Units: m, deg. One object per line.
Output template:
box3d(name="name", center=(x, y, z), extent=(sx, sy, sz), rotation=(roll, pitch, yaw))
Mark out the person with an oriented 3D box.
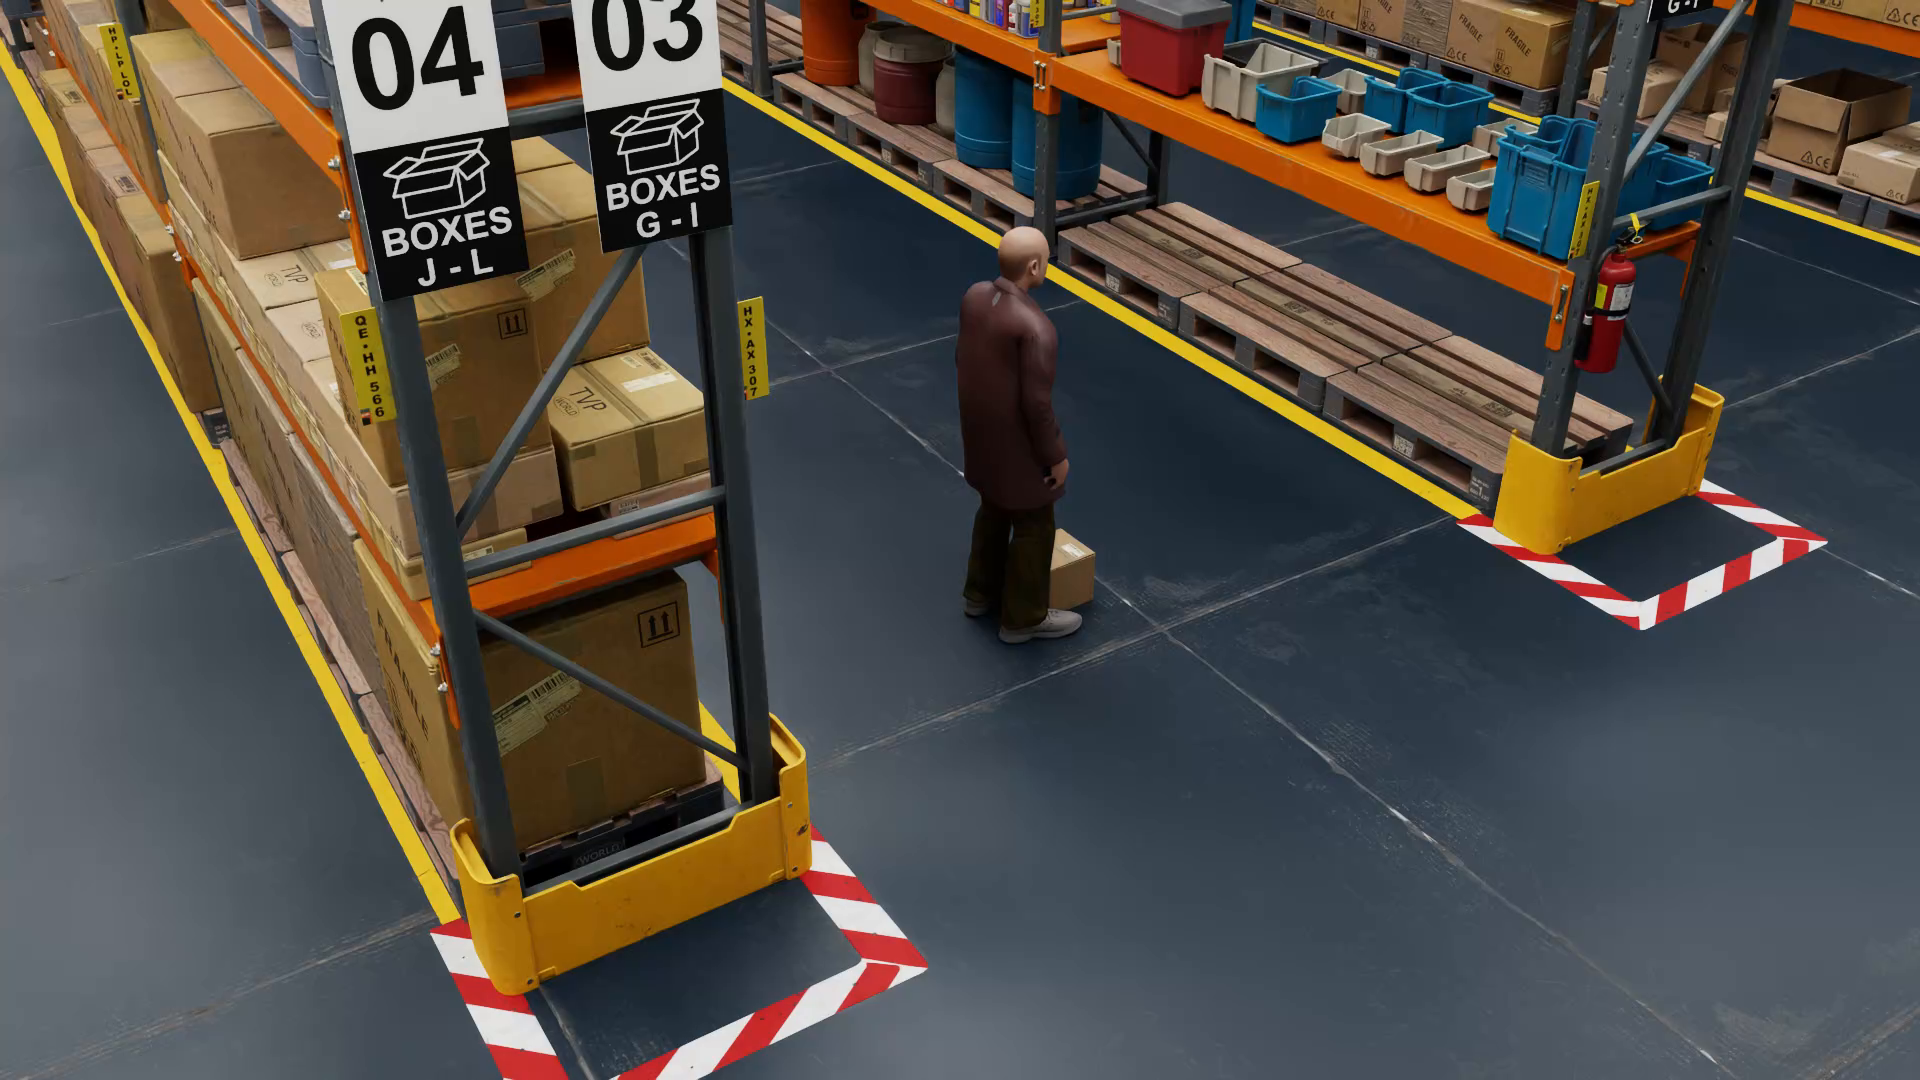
box3d(name="person", center=(0.217, -0.414, 6.839), extent=(0.424, 1.742, 0.643), rotation=(-19, 37, -27))
